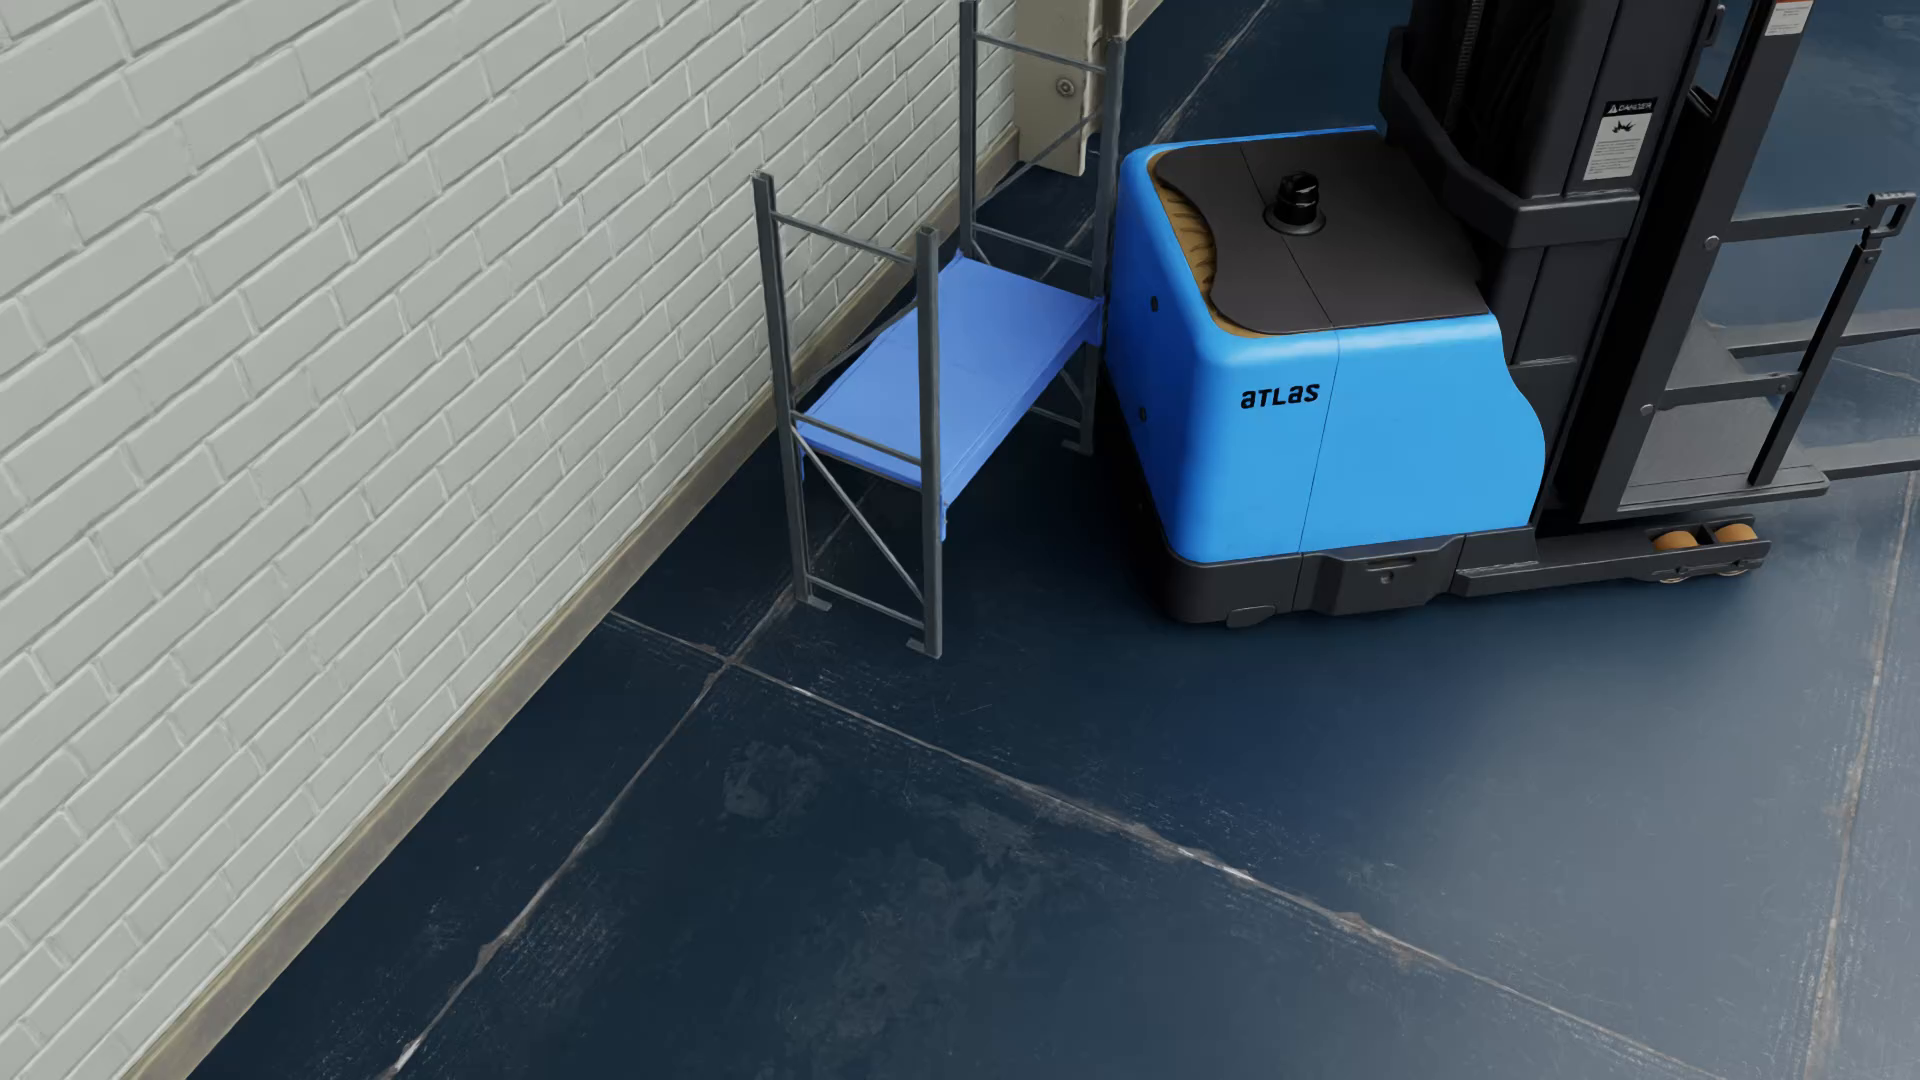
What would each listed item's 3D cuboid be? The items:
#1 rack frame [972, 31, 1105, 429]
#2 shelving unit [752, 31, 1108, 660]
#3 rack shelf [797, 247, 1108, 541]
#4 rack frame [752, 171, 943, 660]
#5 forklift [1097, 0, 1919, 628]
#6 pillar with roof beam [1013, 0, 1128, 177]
[{"bbox_3d":[0.222,-0.900,5.085,0.475,1.308,0.013,22,49,20],"label":"rack frame"},{"bbox_3d":[-0.029,-0.582,4.770,0.538,1.500,1.039,22,49,20],"label":"shelving unit"},{"bbox_3d":[-0.026,-0.458,4.901,0.538,0.185,1.000,22,49,20],"label":"rack shelf"},{"bbox_3d":[-0.276,-0.269,4.462,0.500,1.500,0.032,22,49,20],"label":"rack frame"},{"bbox_3d":[2.020,-1.264,4.439,3.031,2.935,1.130,-7,46,-6],"label":"forklift"},{"bbox_3d":[4.248,-3.379,2.263,9.100,9.000,0.400,20,49,19],"label":"pillar with roof beam"}]
